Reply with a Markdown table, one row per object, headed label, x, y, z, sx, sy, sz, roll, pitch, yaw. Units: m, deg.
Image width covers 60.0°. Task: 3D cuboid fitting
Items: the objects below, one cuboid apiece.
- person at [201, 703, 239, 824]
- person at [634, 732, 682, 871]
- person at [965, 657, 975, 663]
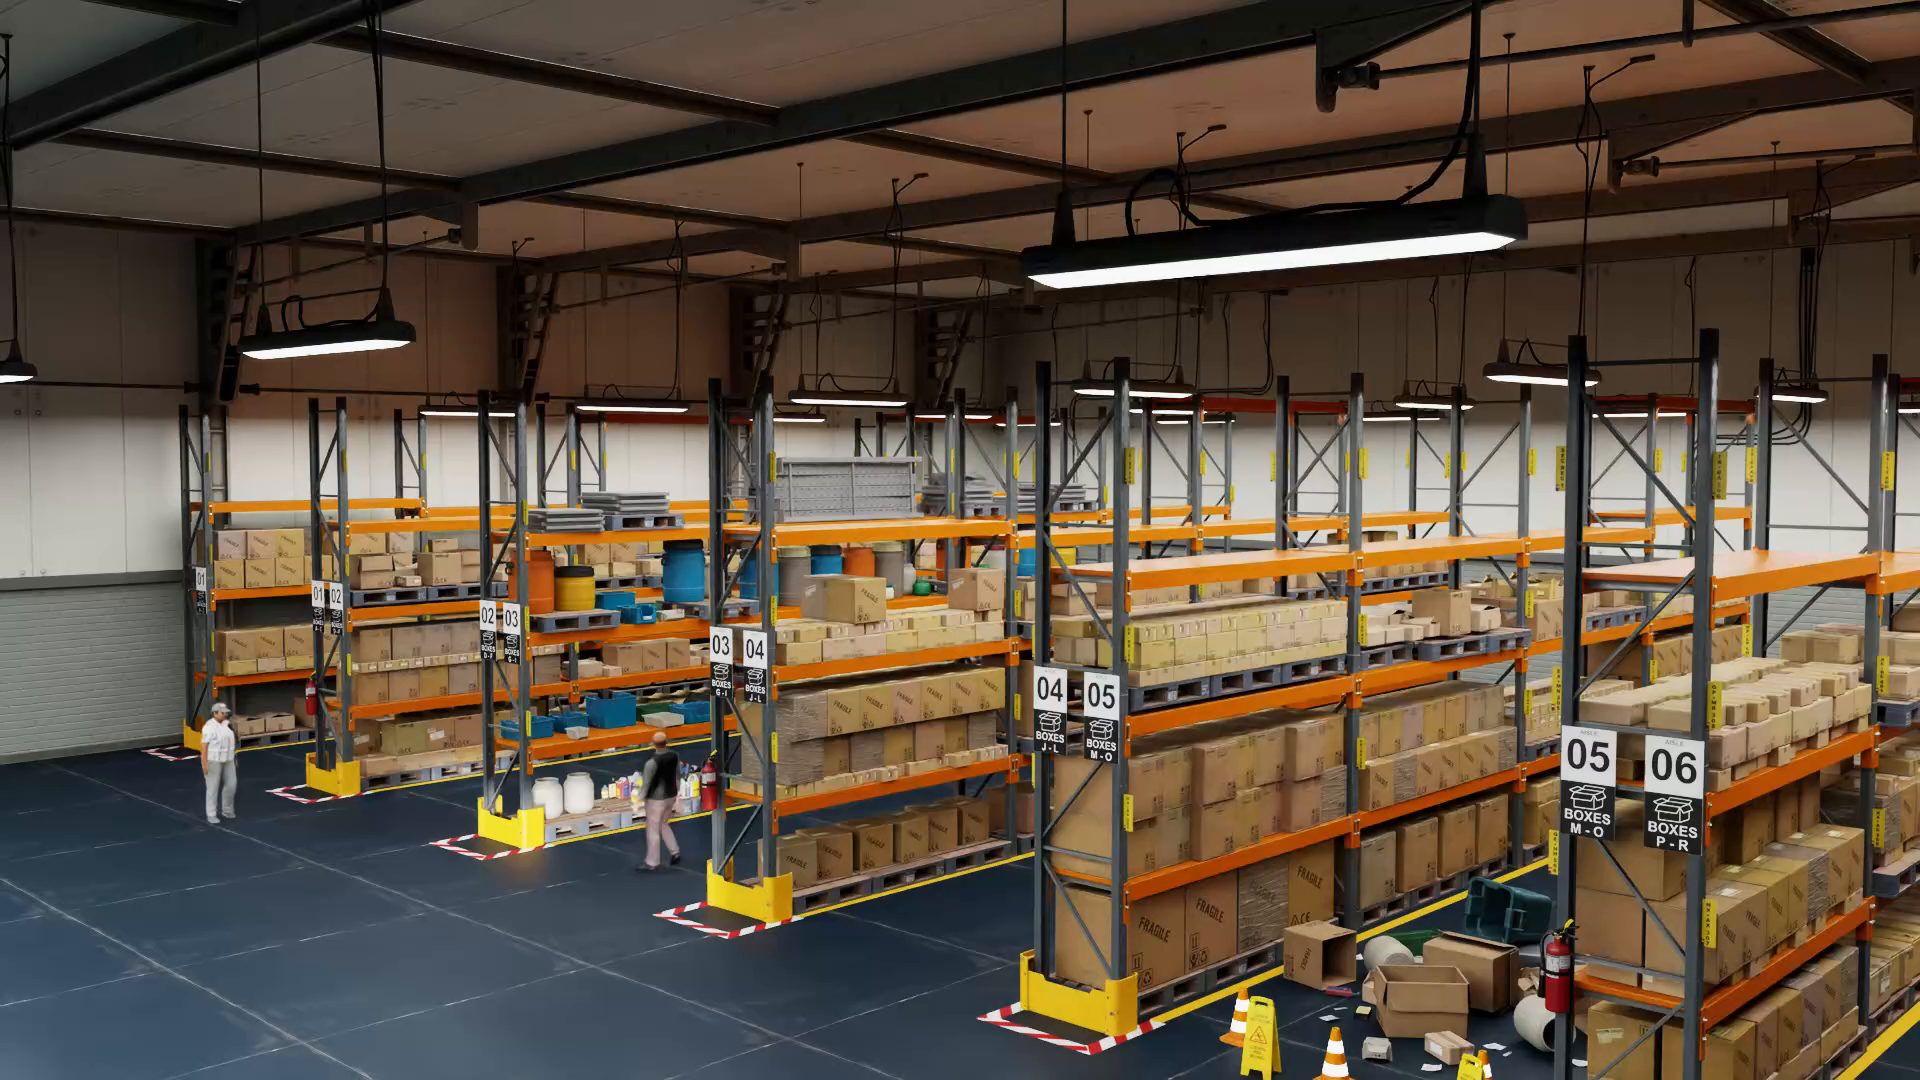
| label | x | y | z | sx | sy | sz | roll | pitch | yaw |
| --- | --- | --- | --- | --- | --- | --- | --- | --- | --- |
| person | -10.408 | 3.151 | 23.352 | 0.417 | 1.747 | 0.571 | 1 | 3 | 21 |
| person | -3.758 | 3.225 | 20.585 | 0.518 | 1.733 | 0.599 | 1 | 3 | 25 |
| person | 0.129 | 2.737 | 30.636 | 0.482 | 1.716 | 0.531 | 0 | 3 | 7 |
